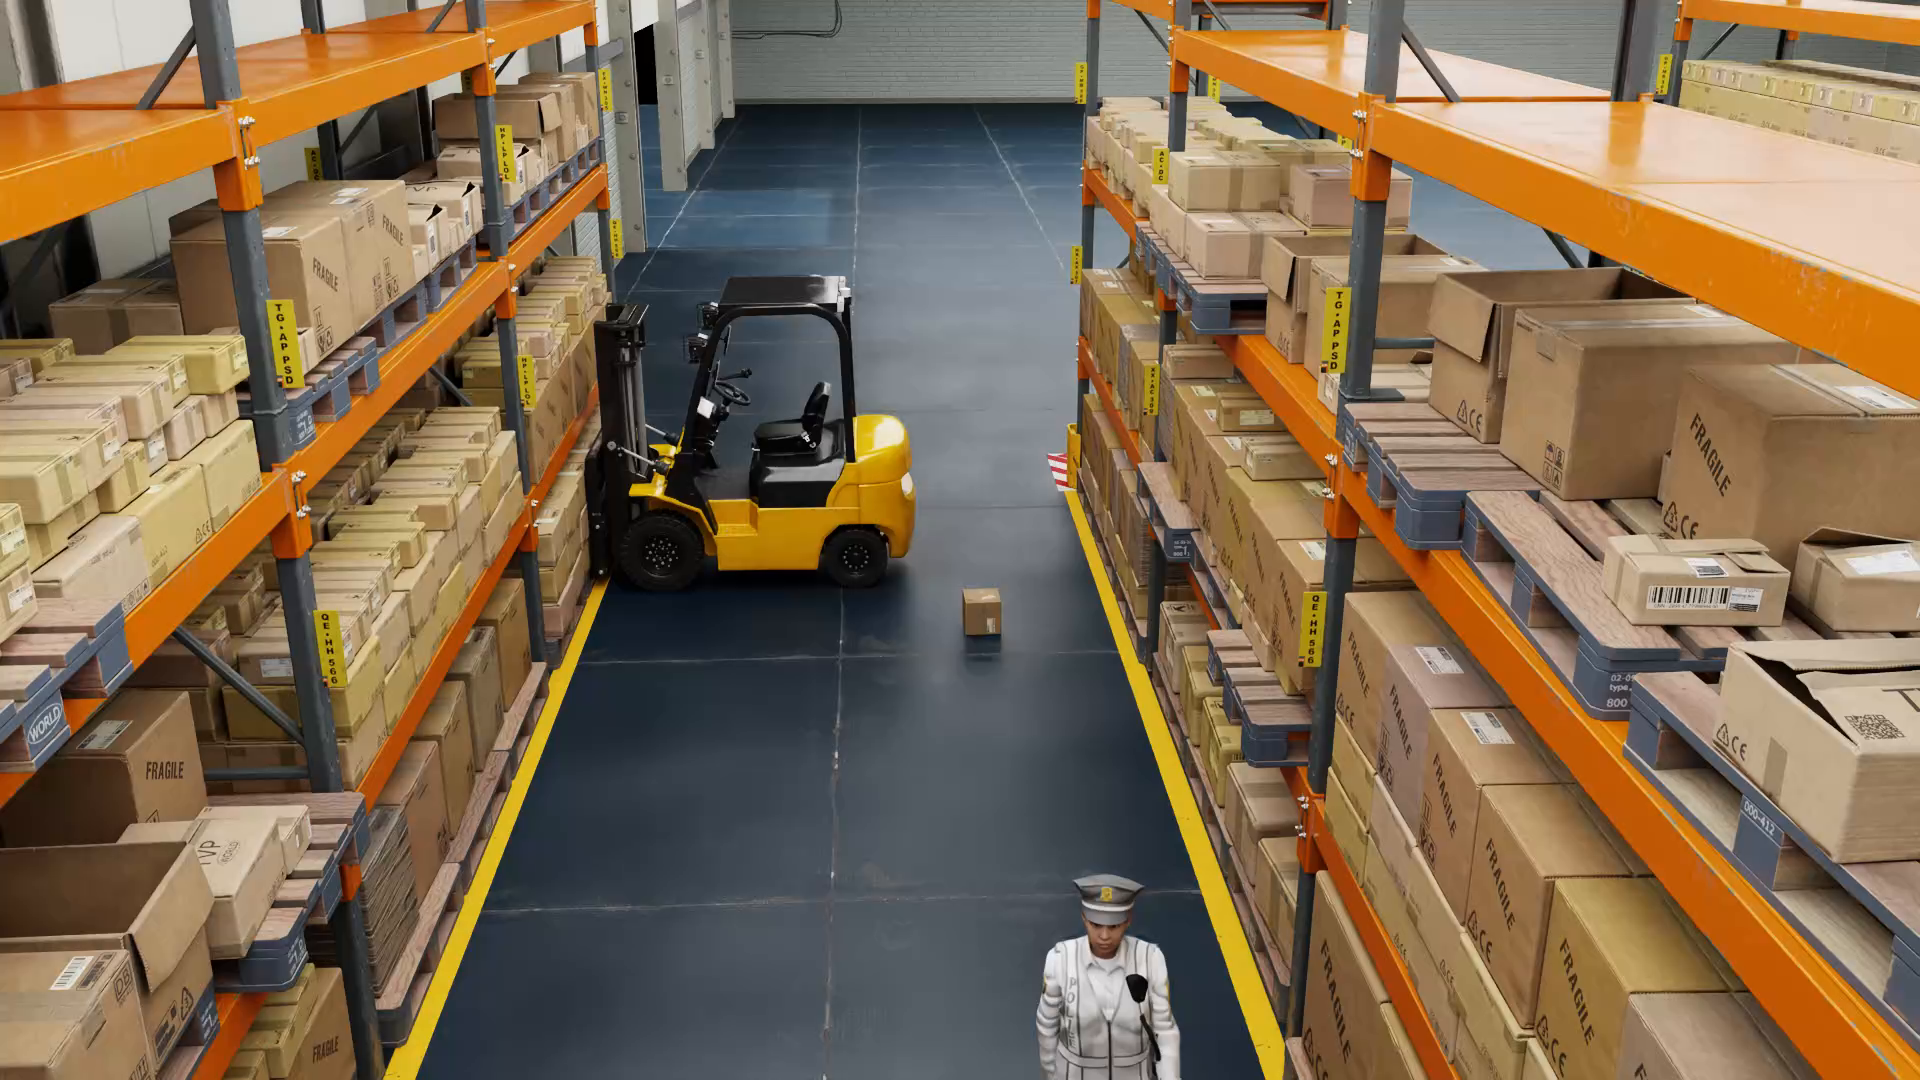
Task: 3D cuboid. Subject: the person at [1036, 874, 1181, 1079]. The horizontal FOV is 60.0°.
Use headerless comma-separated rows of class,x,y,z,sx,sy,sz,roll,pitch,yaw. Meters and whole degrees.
person,0.528,1.918,5.904,0.489,1.638,1.013,-2,21,-5
